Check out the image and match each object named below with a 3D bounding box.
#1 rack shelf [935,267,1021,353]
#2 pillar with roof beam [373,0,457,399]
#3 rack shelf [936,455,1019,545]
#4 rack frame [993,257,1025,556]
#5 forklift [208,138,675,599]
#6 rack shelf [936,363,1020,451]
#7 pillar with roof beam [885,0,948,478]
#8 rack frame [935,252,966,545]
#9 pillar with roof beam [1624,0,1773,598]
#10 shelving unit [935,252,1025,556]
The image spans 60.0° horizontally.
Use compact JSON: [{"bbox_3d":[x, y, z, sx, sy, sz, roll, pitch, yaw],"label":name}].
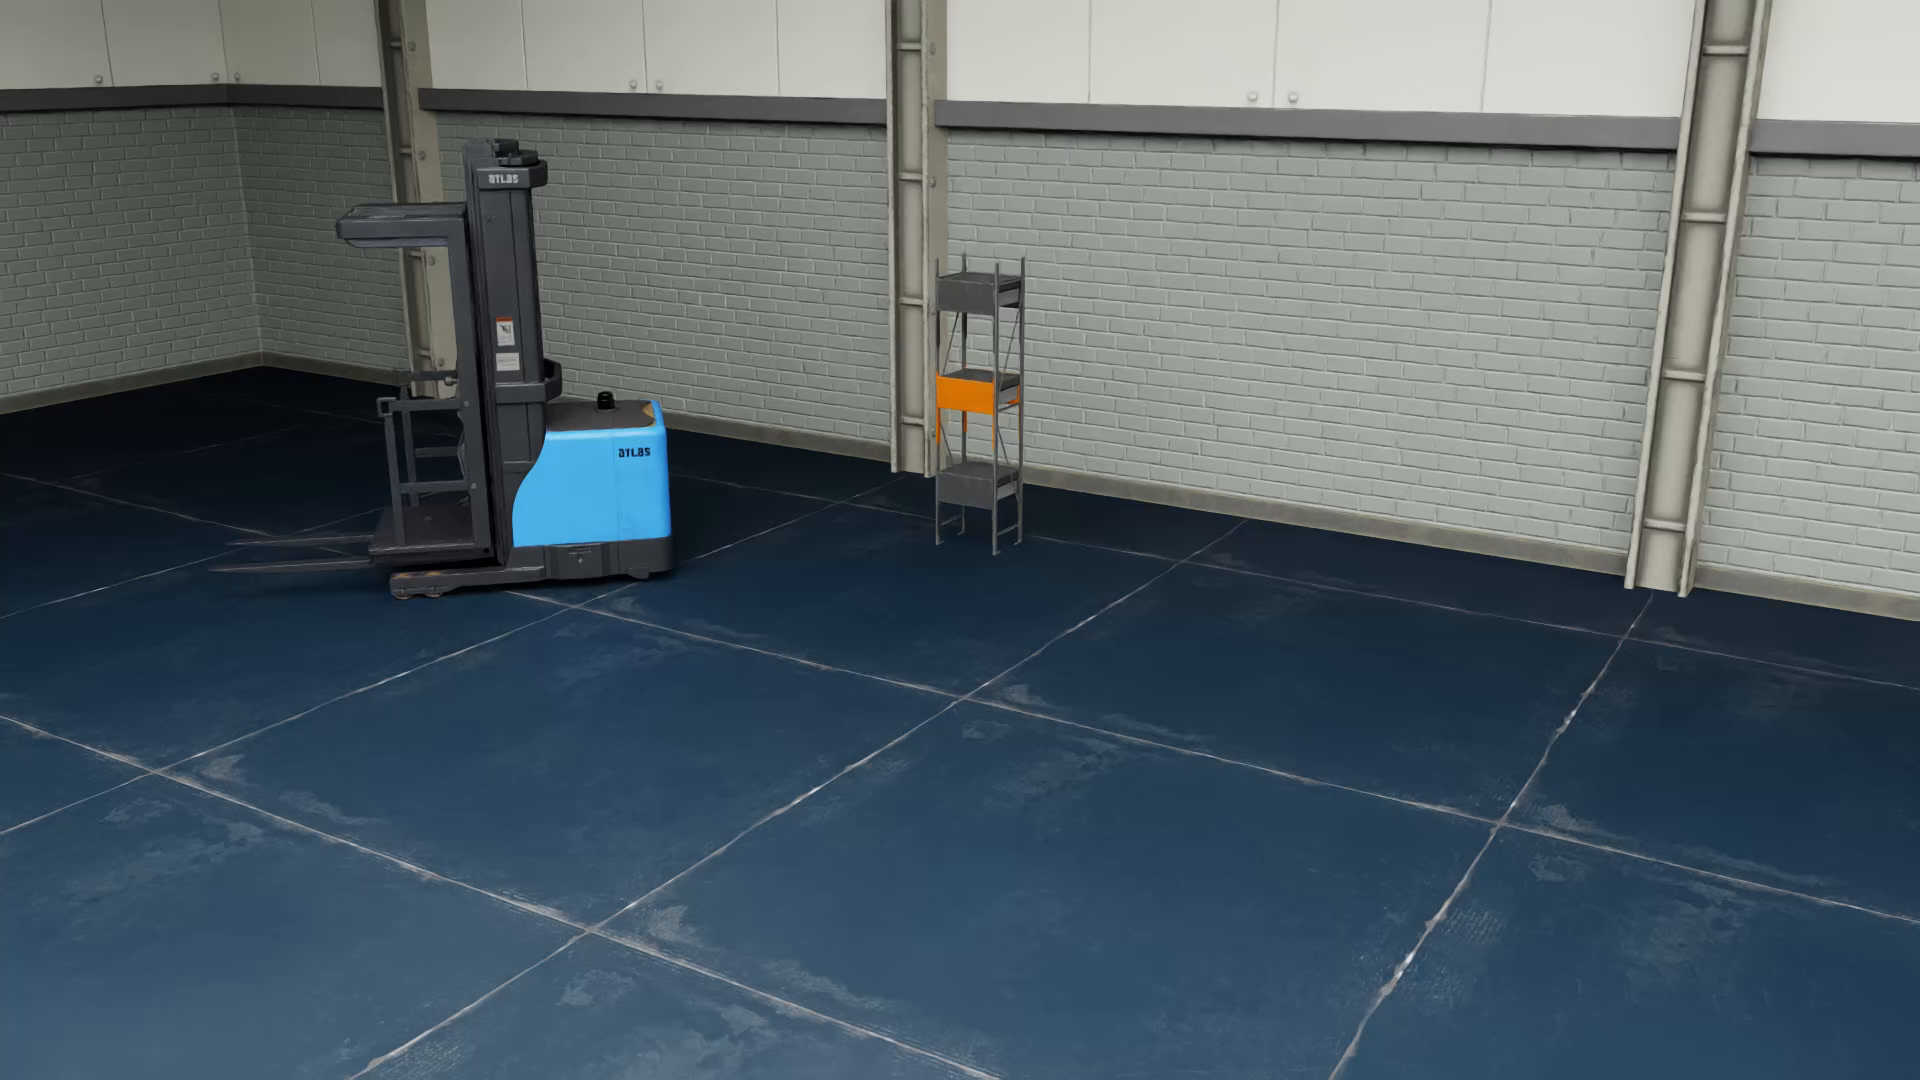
[{"bbox_3d":[0.141,-1.636,11.794,0.480,0.518,0.431,10,20,30],"label":"rack shelf"},{"bbox_3d":[-7.715,-4.747,12.527,0.400,9.000,9.100,10,20,30],"label":"pillar with roof beam"},{"bbox_3d":[0.141,-0.297,12.201,0.480,0.518,0.431,10,20,30],"label":"rack shelf"},{"bbox_3d":[0.349,-0.942,11.871,0.015,2.100,0.400,10,20,30],"label":"rack frame"},{"bbox_3d":[-3.546,-1.176,11.210,3.031,2.935,1.130,-4,17,-12],"label":"forklift"},{"bbox_3d":[0.141,-0.966,11.997,0.480,0.518,0.431,10,20,30],"label":"rack shelf"},{"bbox_3d":[-2.602,-3.835,9.522,0.400,9.000,9.100,10,20,30],"label":"pillar with roof beam"},{"bbox_3d":[-0.067,-1.017,12.115,0.015,2.100,0.400,10,20,30],"label":"rack frame"},{"bbox_3d":[2.510,-2.922,6.518,0.400,9.000,9.100,10,20,30],"label":"pillar with roof beam"},{"bbox_3d":[0.141,-0.979,11.993,0.503,2.100,0.431,10,20,30],"label":"shelving unit"}]
